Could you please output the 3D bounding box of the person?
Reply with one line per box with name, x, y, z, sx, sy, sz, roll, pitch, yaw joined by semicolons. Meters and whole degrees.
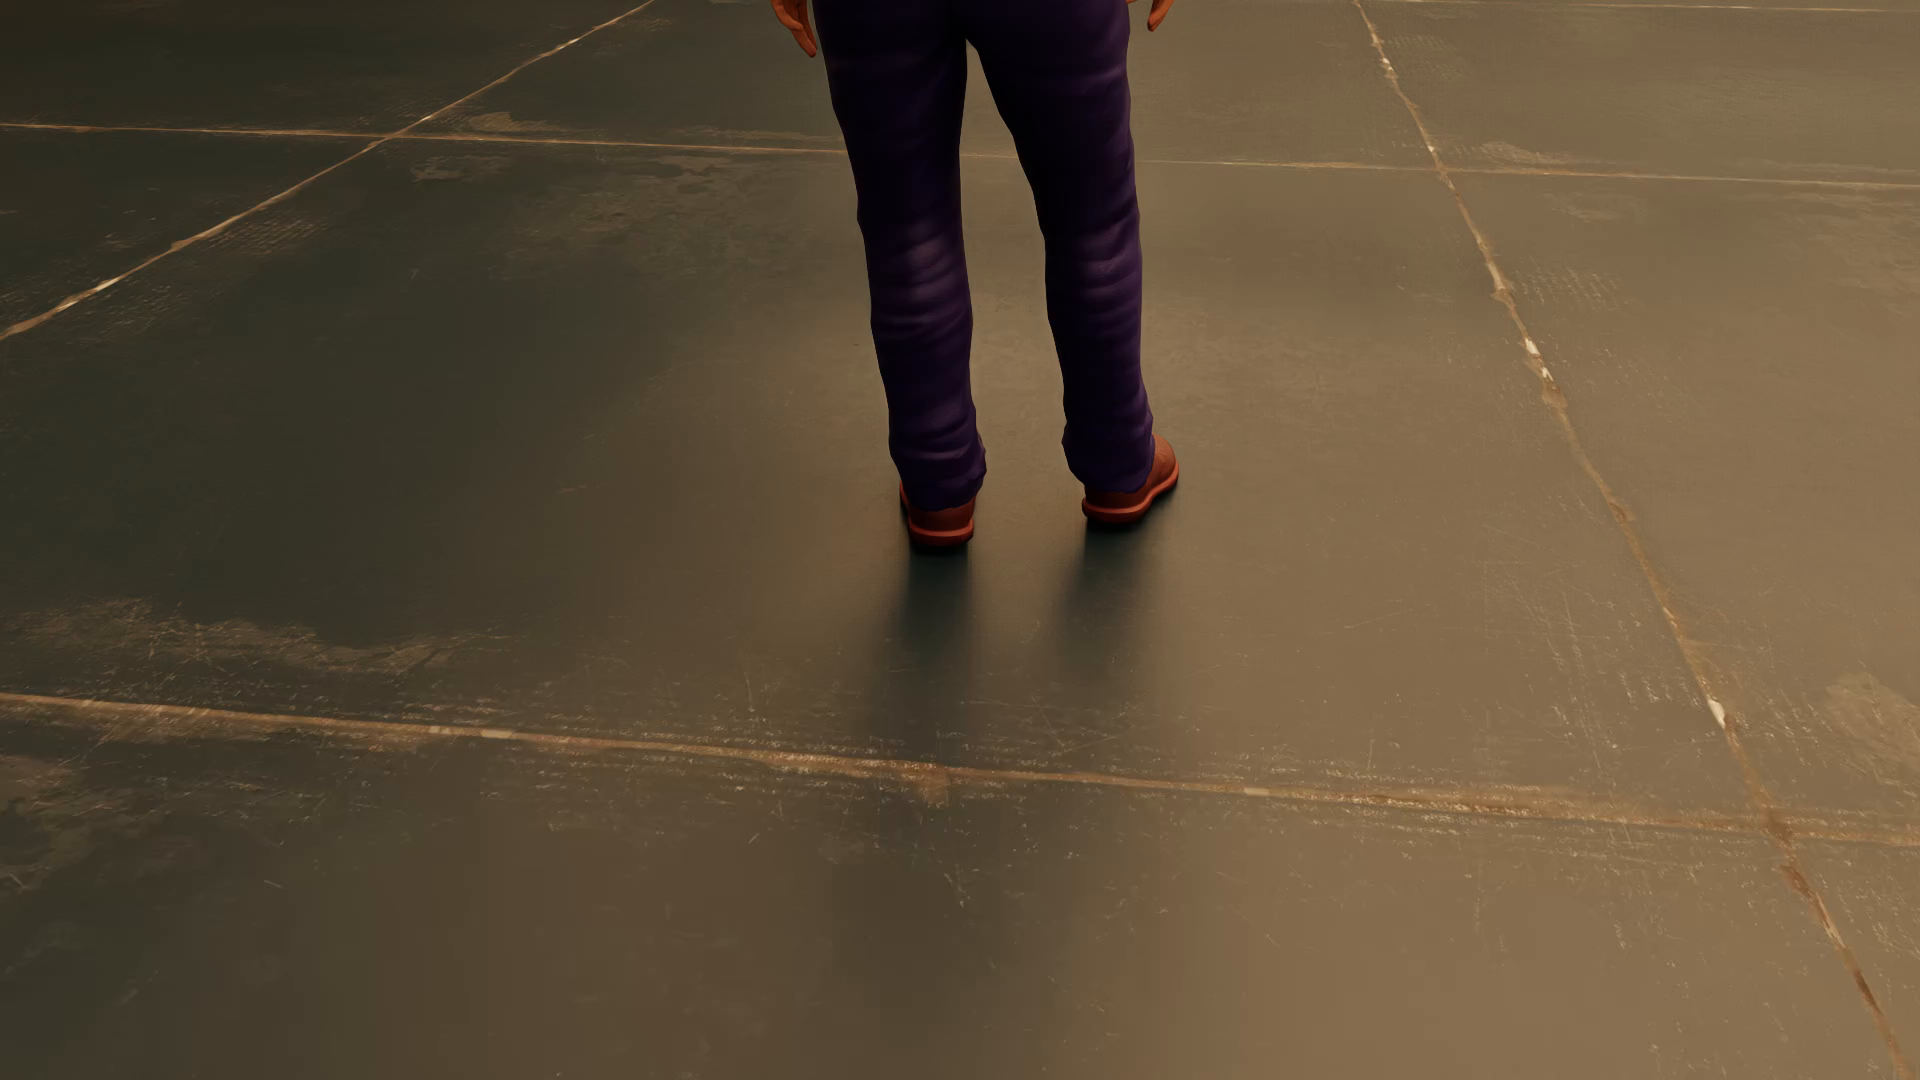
person;0.035;-0.782;2.206;0.598;1.651;0.502;3;27;7
